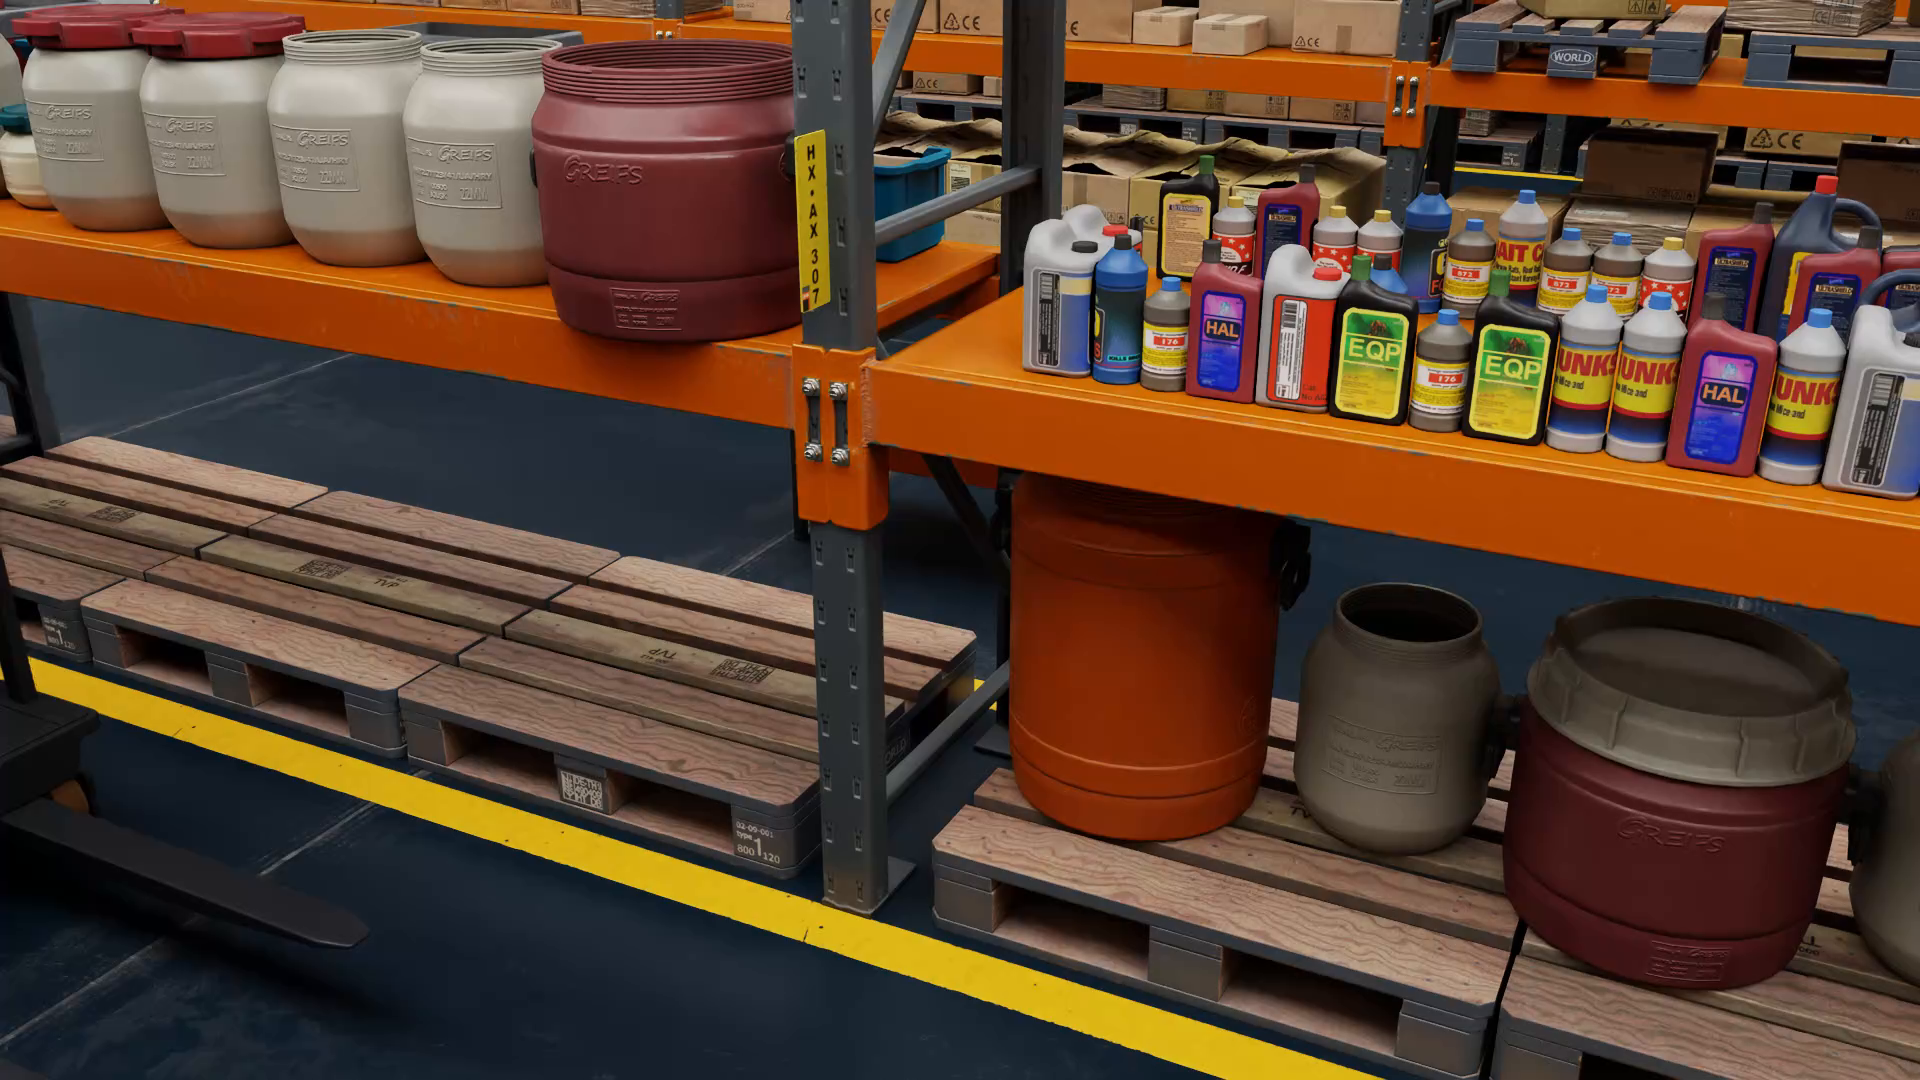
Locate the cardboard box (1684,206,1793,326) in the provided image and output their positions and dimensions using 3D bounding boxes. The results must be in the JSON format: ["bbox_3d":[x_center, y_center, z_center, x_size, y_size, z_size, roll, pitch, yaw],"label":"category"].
[{"bbox_3d":[3.398,-1.132,7.210,0.500,0.500,0.500,11,25,24],"label":"cardboard box"}]

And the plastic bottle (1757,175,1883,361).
[{"bbox_3d":[1.664,-0.522,3.207,0.185,0.351,0.144,11,25,25],"label":"plastic bottle"}]

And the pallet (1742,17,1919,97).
[{"bbox_3d":[3.944,-2.011,6.890,1.213,0.211,1.003,11,25,25],"label":"pallet"}]

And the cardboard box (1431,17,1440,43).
[{"bbox_3d":[3.291,-3.800,12.526,0.500,0.250,0.500,12,26,26],"label":"cardboard box"}]

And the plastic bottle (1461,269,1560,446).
[{"bbox_3d":[0.926,-0.306,2.786,0.133,0.283,0.061,11,25,25],"label":"plastic bottle"}]

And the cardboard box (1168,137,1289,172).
[{"bbox_3d":[1.398,-1.911,8.672,0.500,0.311,0.500,11,25,23],"label":"cardboard box"}]

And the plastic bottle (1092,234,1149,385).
[{"bbox_3d":[0.299,-0.433,3.099,0.097,0.271,0.097,0,23,0],"label":"plastic bottle"}]

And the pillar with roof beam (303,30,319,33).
[{"bbox_3d":[-8.984,-8.079,13.249,0.400,9.000,9.100,11,25,25],"label":"pillar with roof beam"}]

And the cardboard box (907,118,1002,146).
[{"bbox_3d":[0.038,-2.183,9.310,0.500,0.311,0.500,11,25,24],"label":"cardboard box"}]

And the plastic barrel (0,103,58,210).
[{"bbox_3d":[-2.490,-1.067,4.602,0.301,0.262,0.301,0,23,0],"label":"plastic barrel"}]

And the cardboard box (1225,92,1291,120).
[{"bbox_3d":[2.453,-3.628,13.079,0.500,0.500,0.700,12,26,25],"label":"cardboard box"}]

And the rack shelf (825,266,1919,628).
[{"bbox_3d":[1.752,-0.027,2.900,4.000,0.370,1.077,11,25,25],"label":"rack shelf"}]

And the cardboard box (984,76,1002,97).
[{"bbox_3d":[0.377,-3.860,14.053,0.250,0.166,0.380,8,24,18],"label":"cardboard box"}]

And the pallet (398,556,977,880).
[{"bbox_3d":[-0.706,0.422,4.489,1.213,0.211,1.003,11,25,25],"label":"pallet"}]

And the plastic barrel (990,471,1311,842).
[{"bbox_3d":[0.412,0.175,3.743,0.708,0.830,0.600,11,25,25],"label":"plastic barrel"}]

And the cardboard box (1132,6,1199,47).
[{"bbox_3d":[1.042,-2.531,8.189,0.250,0.149,0.380,13,26,28],"label":"cardboard box"}]

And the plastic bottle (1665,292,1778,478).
[{"bbox_3d":[1.219,-0.248,2.650,0.133,0.283,0.061,11,25,25],"label":"plastic bottle"}]

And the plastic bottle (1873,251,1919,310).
[{"bbox_3d":[1.798,-0.456,3.138,0.133,0.283,0.061,11,25,25],"label":"plastic bottle"}]

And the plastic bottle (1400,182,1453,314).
[{"bbox_3d":[0.996,-0.628,3.558,0.097,0.271,0.097,0,23,0],"label":"plastic bottle"}]

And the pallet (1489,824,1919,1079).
[{"bbox_3d":[1.775,0.912,3.335,1.213,0.211,1.003,11,25,25],"label":"pallet"}]

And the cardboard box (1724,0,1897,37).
[{"bbox_3d":[3.549,-2.380,6.849,0.500,0.500,0.700,17,28,34],"label":"cardboard box"}]

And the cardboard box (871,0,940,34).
[{"bbox_3d":[-0.216,-2.959,8.746,0.500,0.500,0.500,13,26,28],"label":"cardboard box"}]

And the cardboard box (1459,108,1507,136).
[{"bbox_3d":[3.772,-3.332,12.385,0.500,0.500,0.700,12,26,25],"label":"cardboard box"}]

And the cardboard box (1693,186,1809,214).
[{"bbox_3d":[3.608,-1.318,7.649,0.500,0.500,0.500,10,25,23],"label":"cardboard box"}]

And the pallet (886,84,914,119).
[{"bbox_3d":[-0.840,-3.916,14.688,1.213,0.211,1.003,11,25,25],"label":"pallet"}]

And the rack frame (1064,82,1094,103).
[{"bbox_3d":[0.868,-4.878,13.387,0.127,3.000,1.000,11,25,25],"label":"rack frame"}]

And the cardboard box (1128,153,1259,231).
[{"bbox_3d":[1.161,-1.723,8.228,0.500,0.311,0.500,11,25,24],"label":"cardboard box"}]

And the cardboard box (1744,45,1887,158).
[{"bbox_3d":[5.814,-3.043,11.282,0.750,0.750,0.750,11,25,24],"label":"cardboard box"}]

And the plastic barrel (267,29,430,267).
[{"bbox_3d":[-1.423,-0.944,3.995,0.421,0.512,0.421,0,23,0],"label":"plastic barrel"}]

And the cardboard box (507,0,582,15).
[{"bbox_3d":[-2.236,-3.360,9.690,0.500,0.500,0.700,11,25,24],"label":"cardboard box"}]

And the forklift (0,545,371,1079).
[{"bbox_3d":[-2.678,-0.513,3.211,3.031,2.935,1.130,11,26,25],"label":"forklift"}]

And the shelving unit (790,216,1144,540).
[{"bbox_3d":[0.006,-0.516,5.527,1.048,1.125,0.538,11,25,25],"label":"shelving unit"}]

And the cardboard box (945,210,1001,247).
[{"bbox_3d":[0.257,-1.646,8.764,0.500,0.250,0.500,12,26,26],"label":"cardboard box"}]

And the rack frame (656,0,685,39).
[{"bbox_3d":[-1.364,-3.147,9.317,0.127,3.000,1.000,11,25,25],"label":"rack frame"}]

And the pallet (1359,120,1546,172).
[{"bbox_3d":[3.741,-3.027,12.597,1.213,0.211,1.003,11,25,25],"label":"pallet"}]

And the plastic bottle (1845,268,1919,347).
[{"bbox_3d":[1.535,-0.302,2.690,0.185,0.351,0.144,11,25,25],"label":"plastic bottle"}]

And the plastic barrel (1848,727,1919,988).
[{"bbox_3d":[1.964,0.589,3.175,0.421,0.512,0.421,0,23,0],"label":"plastic barrel"}]

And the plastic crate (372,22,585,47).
[{"bbox_3d":[-1.336,-1.133,4.500,0.583,0.464,0.402,11,25,25],"label":"plastic crate"}]

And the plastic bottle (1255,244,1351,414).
[{"bbox_3d":[0.621,-0.383,2.977,0.135,0.276,0.152,11,25,25],"label":"plastic bottle"}]

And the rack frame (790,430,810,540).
[{"bbox_3d":[-0.448,-0.606,5.738,0.032,1.125,0.500,11,25,25],"label":"rack frame"}]

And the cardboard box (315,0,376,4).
[{"bbox_3d":[-3.611,-3.632,10.329,0.500,0.500,0.700,11,26,25],"label":"cardboard box"}]

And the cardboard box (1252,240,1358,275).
[{"bbox_3d":[1.626,-1.376,8.130,0.500,0.250,0.500,12,26,26],"label":"cardboard box"}]

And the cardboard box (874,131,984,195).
[{"bbox_3d":[-0.201,-1.992,8.861,0.500,0.311,0.500,10,25,23],"label":"cardboard box"}]

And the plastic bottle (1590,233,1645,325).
[{"bbox_3d":[1.343,-0.527,3.410,0.097,0.201,0.097,0,23,0],"label":"plastic bottle"}]

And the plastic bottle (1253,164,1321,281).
[{"bbox_3d":[0.727,-0.694,3.699,0.133,0.283,0.061,11,25,25],"label":"plastic bottle"}]

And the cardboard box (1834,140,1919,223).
[{"bbox_3d":[4.114,-1.567,7.276,0.500,0.250,0.500,11,25,24],"label":"cardboard box"}]

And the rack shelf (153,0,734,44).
[{"bbox_3d":[-3.149,-3.169,10.288,4.000,0.370,1.077,11,25,25],"label":"rack shelf"}]

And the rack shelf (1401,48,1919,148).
[{"bbox_3d":[3.991,-1.756,6.967,4.000,0.370,1.077,11,25,25],"label":"rack shelf"}]
